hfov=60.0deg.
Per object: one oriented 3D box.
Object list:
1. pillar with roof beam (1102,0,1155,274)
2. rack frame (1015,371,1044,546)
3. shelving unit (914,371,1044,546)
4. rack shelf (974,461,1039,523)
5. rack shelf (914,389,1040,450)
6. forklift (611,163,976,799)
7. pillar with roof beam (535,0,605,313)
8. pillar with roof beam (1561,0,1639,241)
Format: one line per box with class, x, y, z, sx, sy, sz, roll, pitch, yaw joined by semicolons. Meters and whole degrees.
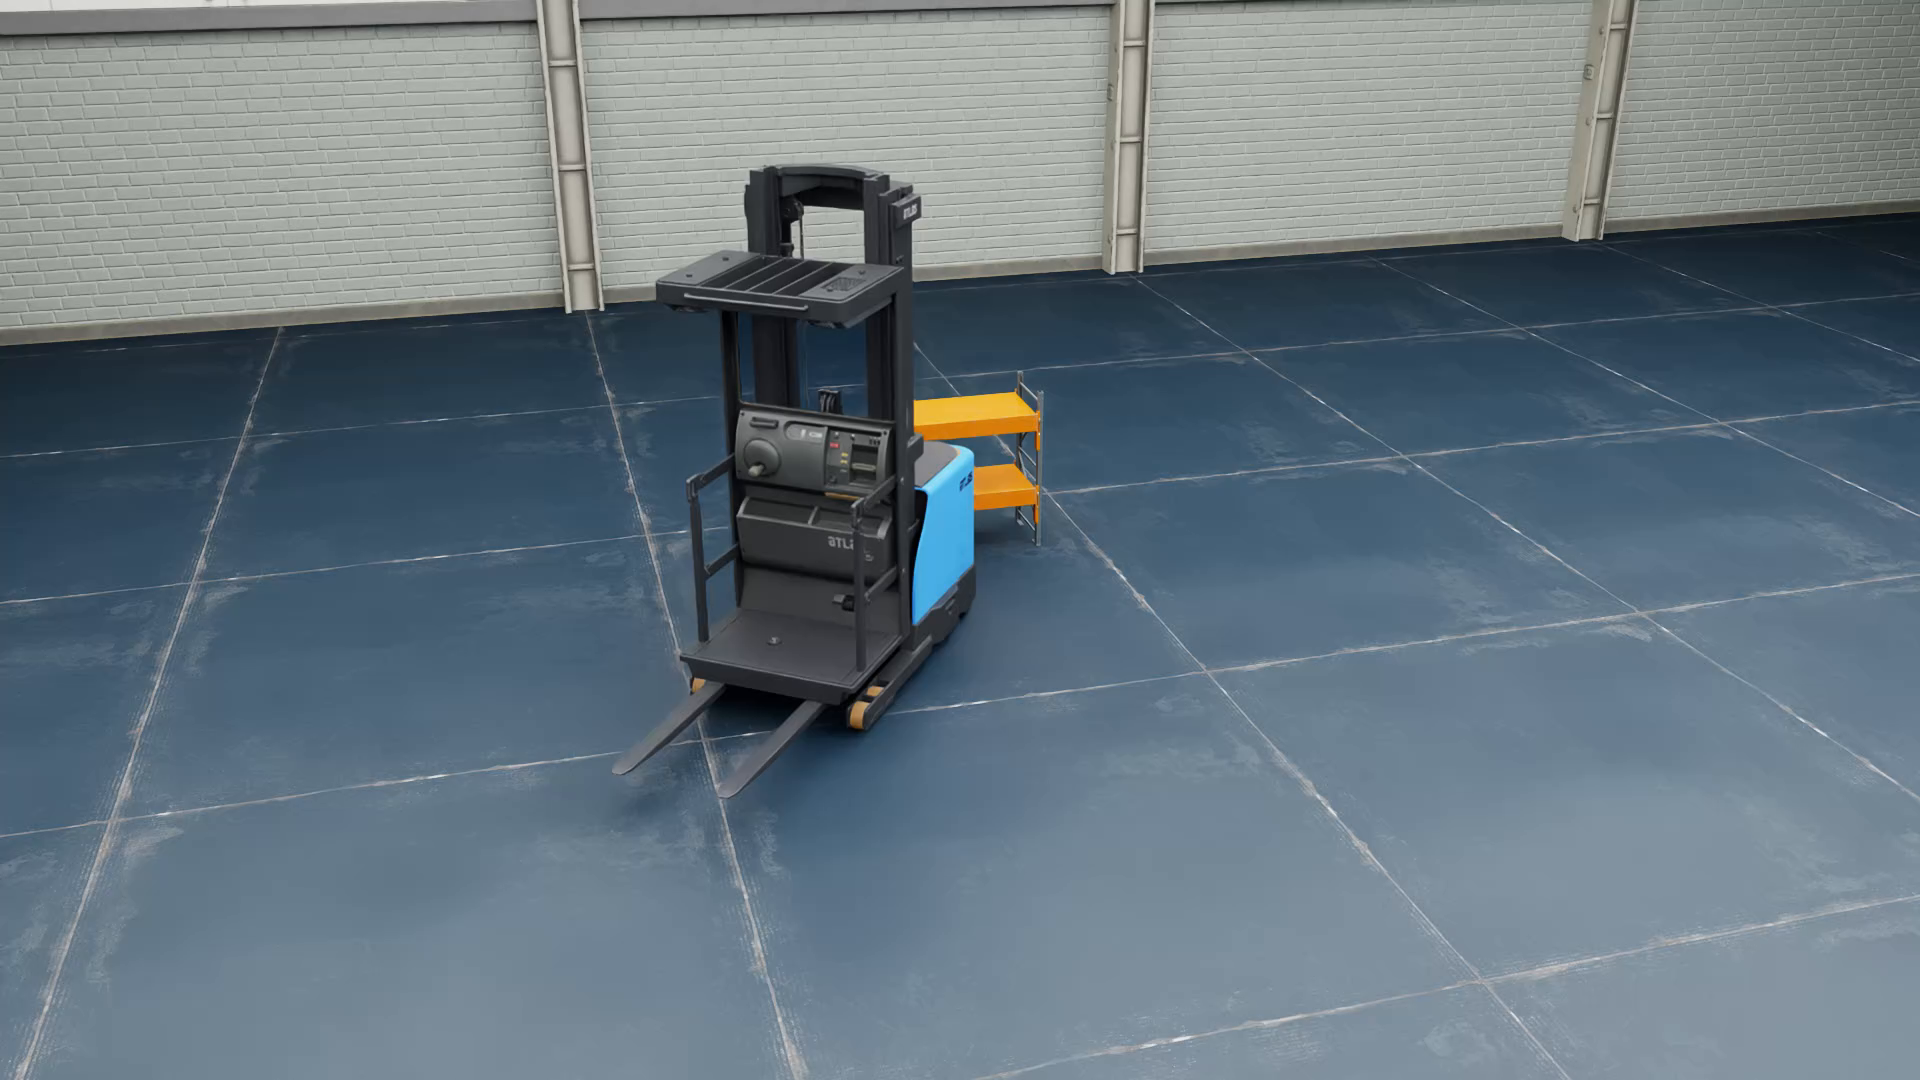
pillar with roof beam;3.006;-5.571;13.321;0.400;9.000;9.100;-6;24;-14
rack frame;0.483;-0.570;11.653;0.032;1.125;0.500;-6;24;-14
shelving unit;-0.007;-0.516;11.527;1.048;1.125;0.538;-6;24;-14
rack shelf;-0.007;-0.292;11.623;1.000;0.278;0.538;-6;24;-14
rack shelf;-0.007;-0.785;11.411;1.000;0.278;0.538;-6;24;-14
forklift;-0.907;-0.468;9.125;1.130;2.935;3.031;9;25;20
pillar with roof beam;-2.771;-4.932;11.831;0.400;9.000;9.100;-6;24;-14
pillar with roof beam;8.783;-6.210;14.810;0.400;9.000;9.100;-6;24;-14
